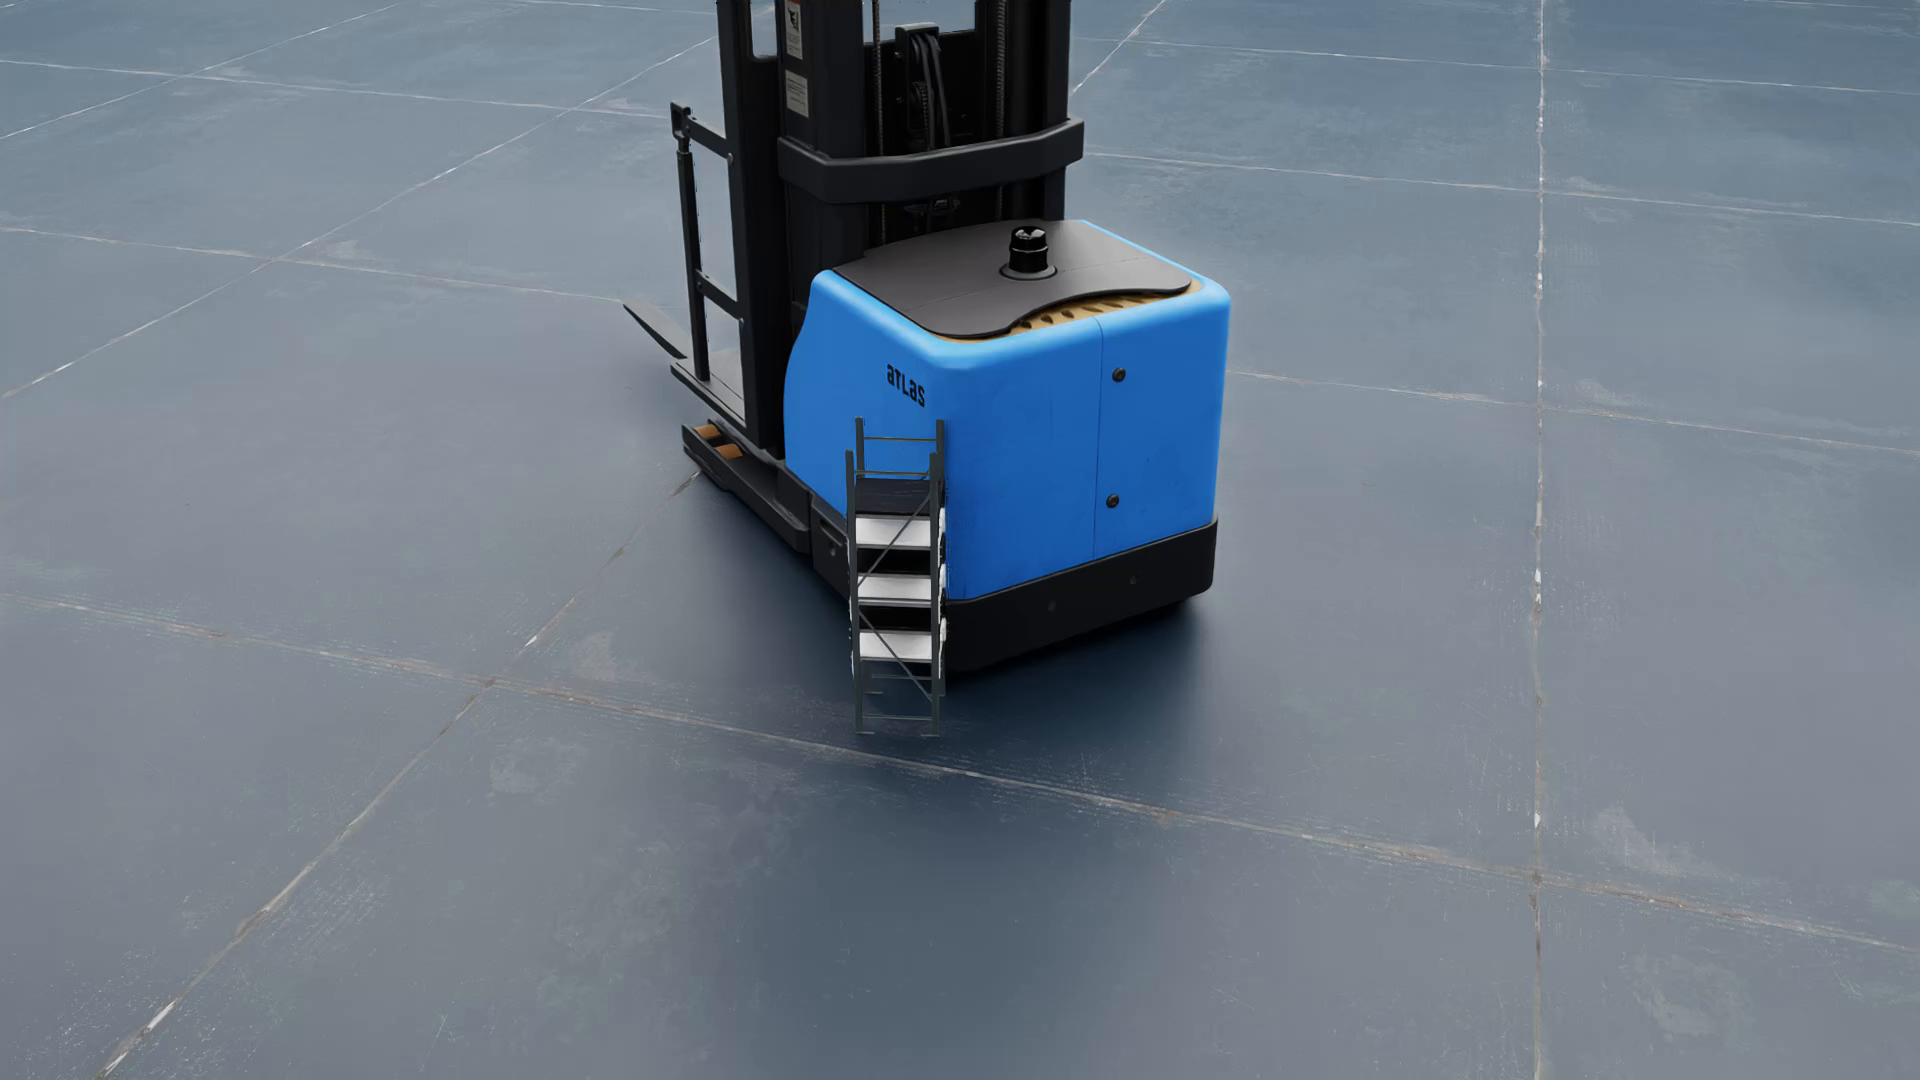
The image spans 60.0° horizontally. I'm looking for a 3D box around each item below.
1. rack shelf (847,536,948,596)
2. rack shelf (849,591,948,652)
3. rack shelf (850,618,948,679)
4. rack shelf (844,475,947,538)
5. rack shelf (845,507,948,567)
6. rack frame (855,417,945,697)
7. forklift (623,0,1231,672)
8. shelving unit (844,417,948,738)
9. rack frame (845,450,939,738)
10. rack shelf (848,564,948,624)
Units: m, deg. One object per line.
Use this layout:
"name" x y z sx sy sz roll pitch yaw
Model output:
"rack shelf" -0.171 0.065 4.590 0.258 0.077 0.200 2 29 4
"rack shelf" -0.171 0.223 4.678 0.258 0.077 0.200 2 29 4
"rack shelf" -0.171 0.301 4.722 0.258 0.077 0.200 2 29 4
"rack shelf" -0.171 -0.092 4.503 0.258 0.077 0.200 2 29 4
"rack shelf" -0.171 -0.013 4.547 0.258 0.077 0.200 2 29 4
"rack frame" -0.163 0.066 4.706 0.240 0.900 0.006 2 29 4
"forklift" -0.378 -1.571 5.559 1.130 2.935 3.031 -16 33 -27
"shelving unit" -0.171 0.115 4.618 0.258 0.900 0.210 2 29 4
"rack frame" -0.178 0.164 4.529 0.240 0.900 0.006 2 29 4
"rack shelf" -0.171 0.144 4.634 0.258 0.077 0.200 2 29 4
